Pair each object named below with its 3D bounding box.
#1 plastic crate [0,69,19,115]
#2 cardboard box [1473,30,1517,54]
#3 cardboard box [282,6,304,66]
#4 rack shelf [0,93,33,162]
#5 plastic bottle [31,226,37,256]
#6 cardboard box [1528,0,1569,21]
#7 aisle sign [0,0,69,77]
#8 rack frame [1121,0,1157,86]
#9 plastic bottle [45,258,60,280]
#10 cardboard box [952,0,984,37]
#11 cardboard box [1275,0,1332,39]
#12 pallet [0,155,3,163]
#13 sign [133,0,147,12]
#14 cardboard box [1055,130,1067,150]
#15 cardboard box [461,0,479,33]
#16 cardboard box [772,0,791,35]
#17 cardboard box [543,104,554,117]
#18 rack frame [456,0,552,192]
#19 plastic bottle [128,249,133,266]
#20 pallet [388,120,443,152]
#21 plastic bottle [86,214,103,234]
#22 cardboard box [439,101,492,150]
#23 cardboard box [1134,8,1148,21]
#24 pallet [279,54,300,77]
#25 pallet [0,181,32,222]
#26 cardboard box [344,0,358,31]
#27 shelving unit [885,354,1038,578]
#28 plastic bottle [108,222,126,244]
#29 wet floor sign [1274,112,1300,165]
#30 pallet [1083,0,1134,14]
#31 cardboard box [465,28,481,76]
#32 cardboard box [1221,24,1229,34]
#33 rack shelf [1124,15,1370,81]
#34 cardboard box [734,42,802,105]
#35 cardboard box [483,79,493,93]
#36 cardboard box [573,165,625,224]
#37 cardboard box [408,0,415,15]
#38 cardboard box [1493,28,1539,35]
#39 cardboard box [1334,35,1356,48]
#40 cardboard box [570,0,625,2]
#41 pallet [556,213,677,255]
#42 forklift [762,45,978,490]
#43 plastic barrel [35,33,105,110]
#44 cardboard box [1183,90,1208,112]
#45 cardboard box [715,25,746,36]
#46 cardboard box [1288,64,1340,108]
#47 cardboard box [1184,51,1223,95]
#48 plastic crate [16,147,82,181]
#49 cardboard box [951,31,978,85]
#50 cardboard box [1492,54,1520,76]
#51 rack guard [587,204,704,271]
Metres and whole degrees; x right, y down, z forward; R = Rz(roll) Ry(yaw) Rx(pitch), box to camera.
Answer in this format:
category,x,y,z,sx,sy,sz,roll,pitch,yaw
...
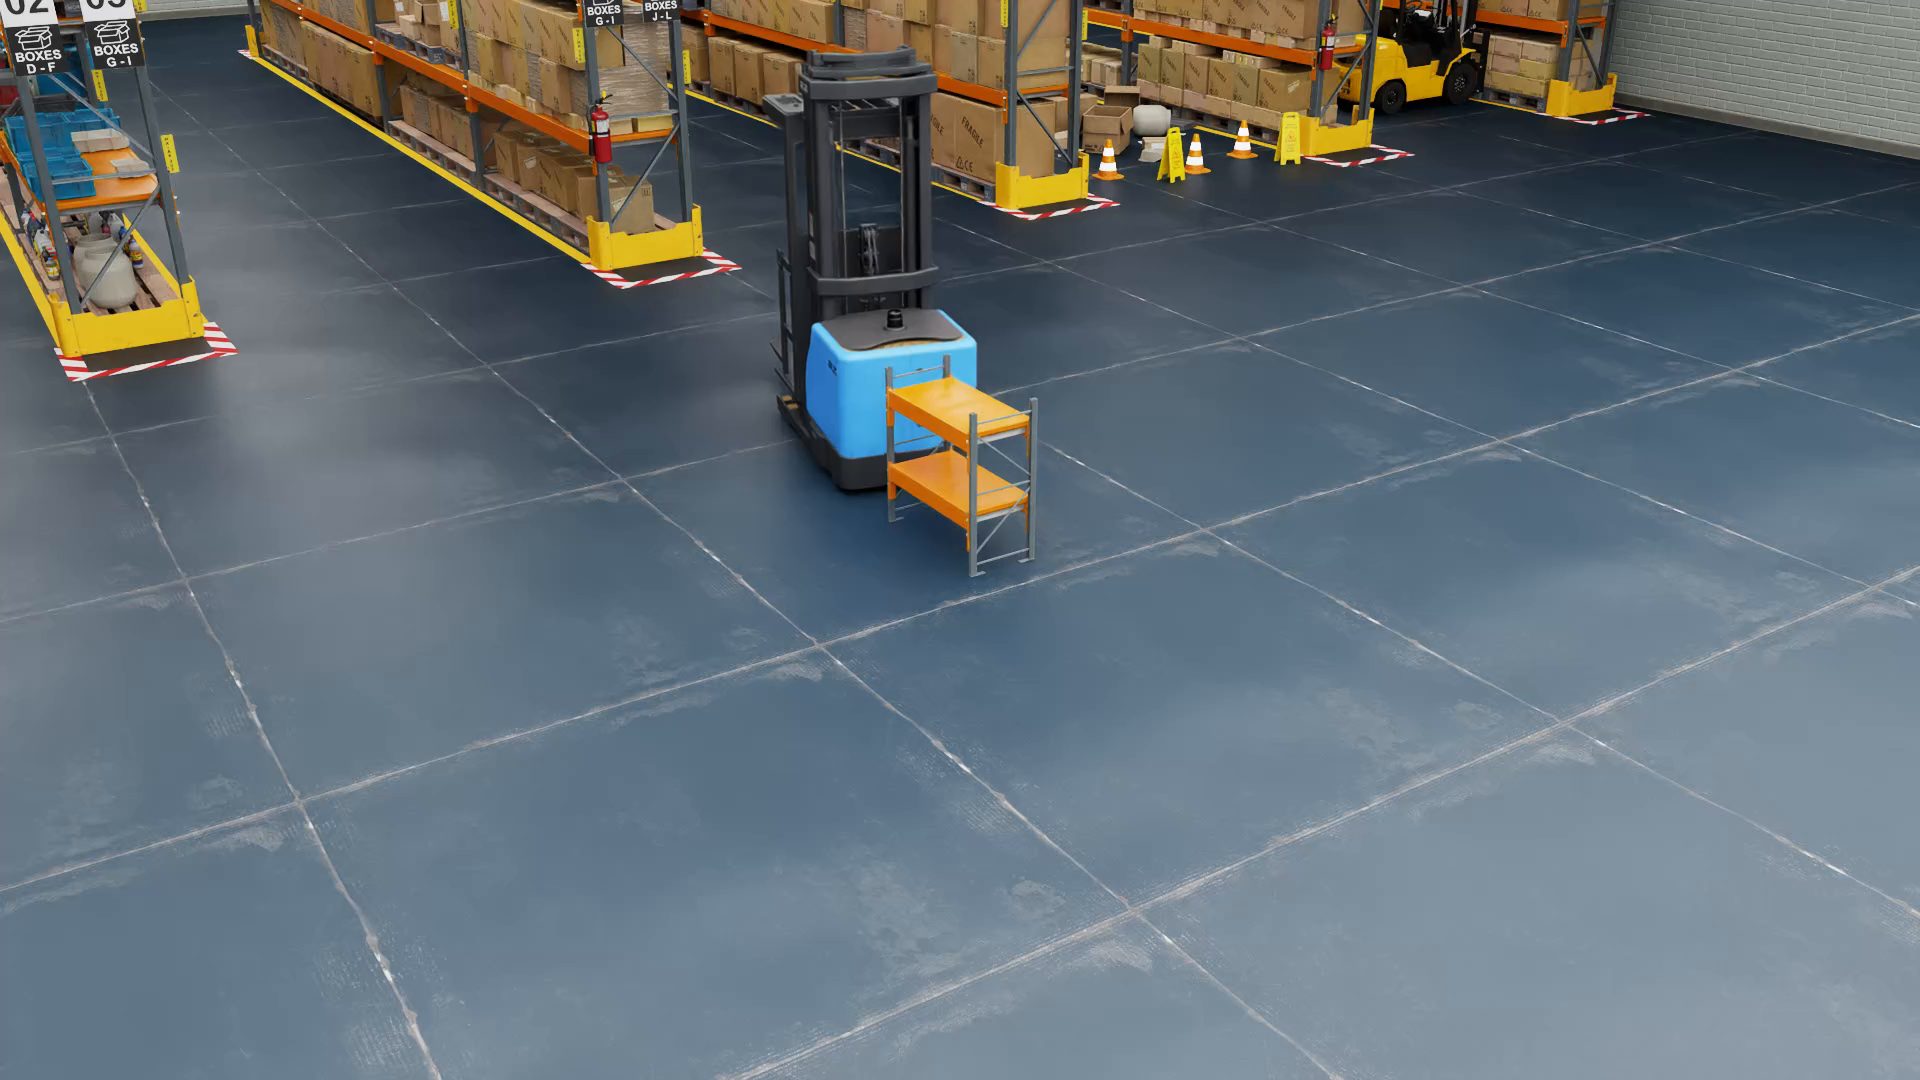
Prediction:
category,x,y,z,sx,sy,sz,roll,pitch,yaw
plastic crate,-10.101,-4.697,17.611,0.402,0.464,0.583,-16,29,-30
cardboard box,8.133,-7.607,25.408,0.500,0.250,0.500,-15,29,-29
cardboard box,-10.582,-8.387,27.500,0.875,0.875,0.875,-16,29,-30
rack shelf,-10.672,-4.956,19.077,1.077,0.370,4.000,-16,29,-30
plastic bottle,-9.329,-3.015,16.789,0.061,0.283,0.133,-14,29,-27
cardboard box,8.724,-7.917,24.390,0.500,0.500,0.500,-16,30,-31
aisle sign,-7.607,-4.216,13.622,0.394,0.787,0.004,-16,29,-30
rack frame,2.872,-8.030,24.746,1.000,3.000,0.127,-16,29,-30
plastic bottle,-8.767,-2.623,16.056,0.097,0.201,0.097,0,25,0
cardboard box,0.416,-6.282,19.604,0.875,0.550,0.550,-16,29,-30
cardboard box,4.529,-6.909,21.905,0.500,0.500,0.500,-16,30,-30
pallet,-12.229,-5.008,21.611,1.003,0.211,1.213,-16,29,-30
sign,-6.934,-4.622,14.004,0.100,0.325,0.005,-16,29,-30
cardboard box,1.262,-5.418,22.416,0.396,0.266,0.258,-10,27,-21
cardboard box,-5.398,-6.132,19.089,0.500,0.500,0.500,-16,29,-30
cardboard box,-2.280,-7.371,23.233,0.500,0.500,0.500,-15,29,-29
cardboard box,-4.272,-4.673,17.929,0.380,0.149,0.250,-16,29,-30
rack frame,-5.431,-5.720,19.853,1.000,3.000,0.127,-16,29,-30
plastic bottle,-8.182,-2.827,16.487,0.097,0.201,0.097,0,25,0
pallet,-7.189,-5.610,22.887,1.003,0.211,1.213,-16,29,-30
plastic bottle,-8.993,-3.258,17.313,0.152,0.276,0.135,-16,29,-30
cardboard box,-6.298,-5.388,21.563,0.700,0.500,0.500,-18,31,-34
cardboard box,2.776,-7.729,24.402,0.380,0.149,0.250,-16,29,-30
pallet,-10.818,-8.048,28.050,1.003,0.211,1.213,-16,29,-30
pallet,-10.712,-4.014,19.505,1.003,0.211,1.213,-16,29,-30
cardboard box,-8.359,-7.495,23.495,0.500,0.500,0.500,-16,30,-30
shelving unit,-0.004,-0.511,11.015,0.538,1.125,1.048,-16,29,-30
plastic bottle,-8.621,-3.127,17.035,0.152,0.276,0.135,-15,29,-29
wet floor sign,4.263,-5.217,21.545,0.267,0.644,0.232,-6,26,-12
pallet,2.577,-8.250,25.437,1.003,0.211,1.213,-16,29,-30
cardboard box,-5.237,-5.725,19.397,0.875,0.500,0.500,-16,29,-30
cardboard box,3.855,-7.121,23.114,0.380,0.149,0.250,-16,29,-30
rack shelf,3.964,-6.989,23.384,1.077,0.370,4.000,-16,29,-30
cardboard box,-2.666,-6.893,24.480,1.050,0.750,0.750,-15,29,-29
cardboard box,-5.280,-5.284,19.224,0.380,0.149,0.250,-16,29,-30
cardboard box,-3.929,-3.782,18.184,0.500,0.500,0.500,-8,26,-16
cardboard box,-6.897,-7.026,22.010,0.700,0.500,0.500,-11,27,-22
cardboard box,8.569,-7.731,25.671,0.500,0.250,0.500,-16,30,-30
cardboard box,5.044,-6.655,22.128,0.380,0.149,0.250,-15,29,-29
cardboard box,-3.860,-5.541,17.836,0.500,0.500,0.500,-16,29,-30
pallet,-3.702,-3.354,18.109,1.003,0.211,1.213,-16,29,-30
forklift,-0.829,-2.289,12.666,1.130,2.935,3.031,-8,27,-17
plastic barrel,-9.538,-5.001,17.744,0.600,0.901,0.708,-16,29,-30
cardboard box,3.561,-6.325,23.863,0.500,0.250,0.500,-16,30,-30
cardboard box,-3.577,-7.972,26.182,0.500,0.250,0.500,-17,30,-32
cardboard box,4.834,-6.246,22.818,0.500,0.500,0.500,-17,30,-31
cardboard box,3.552,-6.667,23.709,0.500,0.500,0.500,-14,29,-27
plastic crate,-8.271,-3.411,15.136,0.499,0.251,0.408,-16,29,-30
cardboard box,0.405,-5.791,19.827,0.875,0.550,0.550,-16,29,-30
cardboard box,8.420,-7.213,25.158,0.500,0.250,0.500,-16,30,-30
rack guard,-3.289,-3.186,17.414,1.175,0.500,0.348,-16,29,-30
